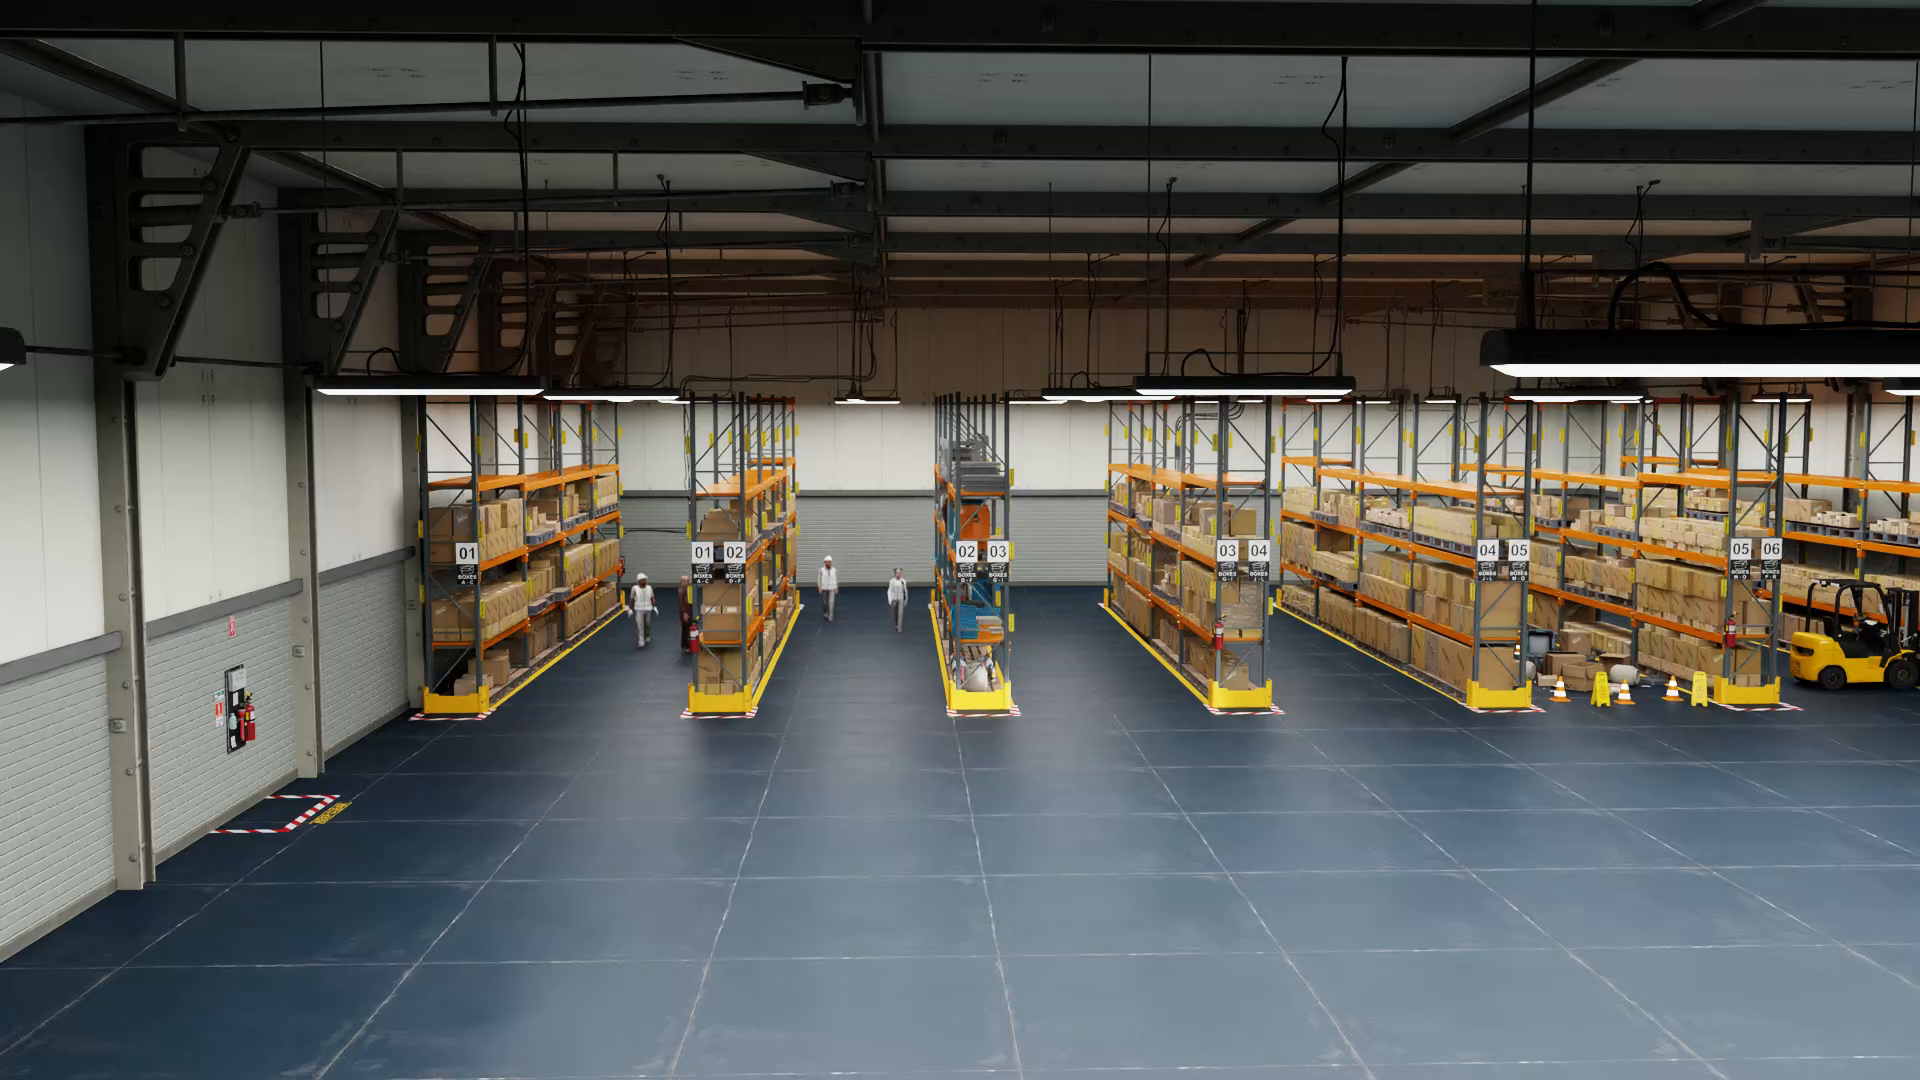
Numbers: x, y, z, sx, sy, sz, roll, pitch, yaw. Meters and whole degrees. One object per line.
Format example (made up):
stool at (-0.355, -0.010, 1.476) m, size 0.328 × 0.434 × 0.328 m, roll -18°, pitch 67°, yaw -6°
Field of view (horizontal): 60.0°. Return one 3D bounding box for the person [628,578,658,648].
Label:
person at (-7.580, 1.753, 39.739) m, size 0.704 × 1.596 × 1.019 m, roll -1°, pitch 5°, yaw -15°

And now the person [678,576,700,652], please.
person at (-6.328, 1.715, 38.858) m, size 0.495 × 1.772 × 0.646 m, roll -1°, pitch 5°, yaw -7°

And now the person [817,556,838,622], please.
person at (-3.543, 1.302, 44.482) m, size 0.546 × 1.736 × 1.012 m, roll 0°, pitch 5°, yaw 2°

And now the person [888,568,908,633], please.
person at (-1.579, 1.515, 42.254) m, size 0.506 × 1.645 × 0.962 m, roll 0°, pitch 5°, yaw 4°
